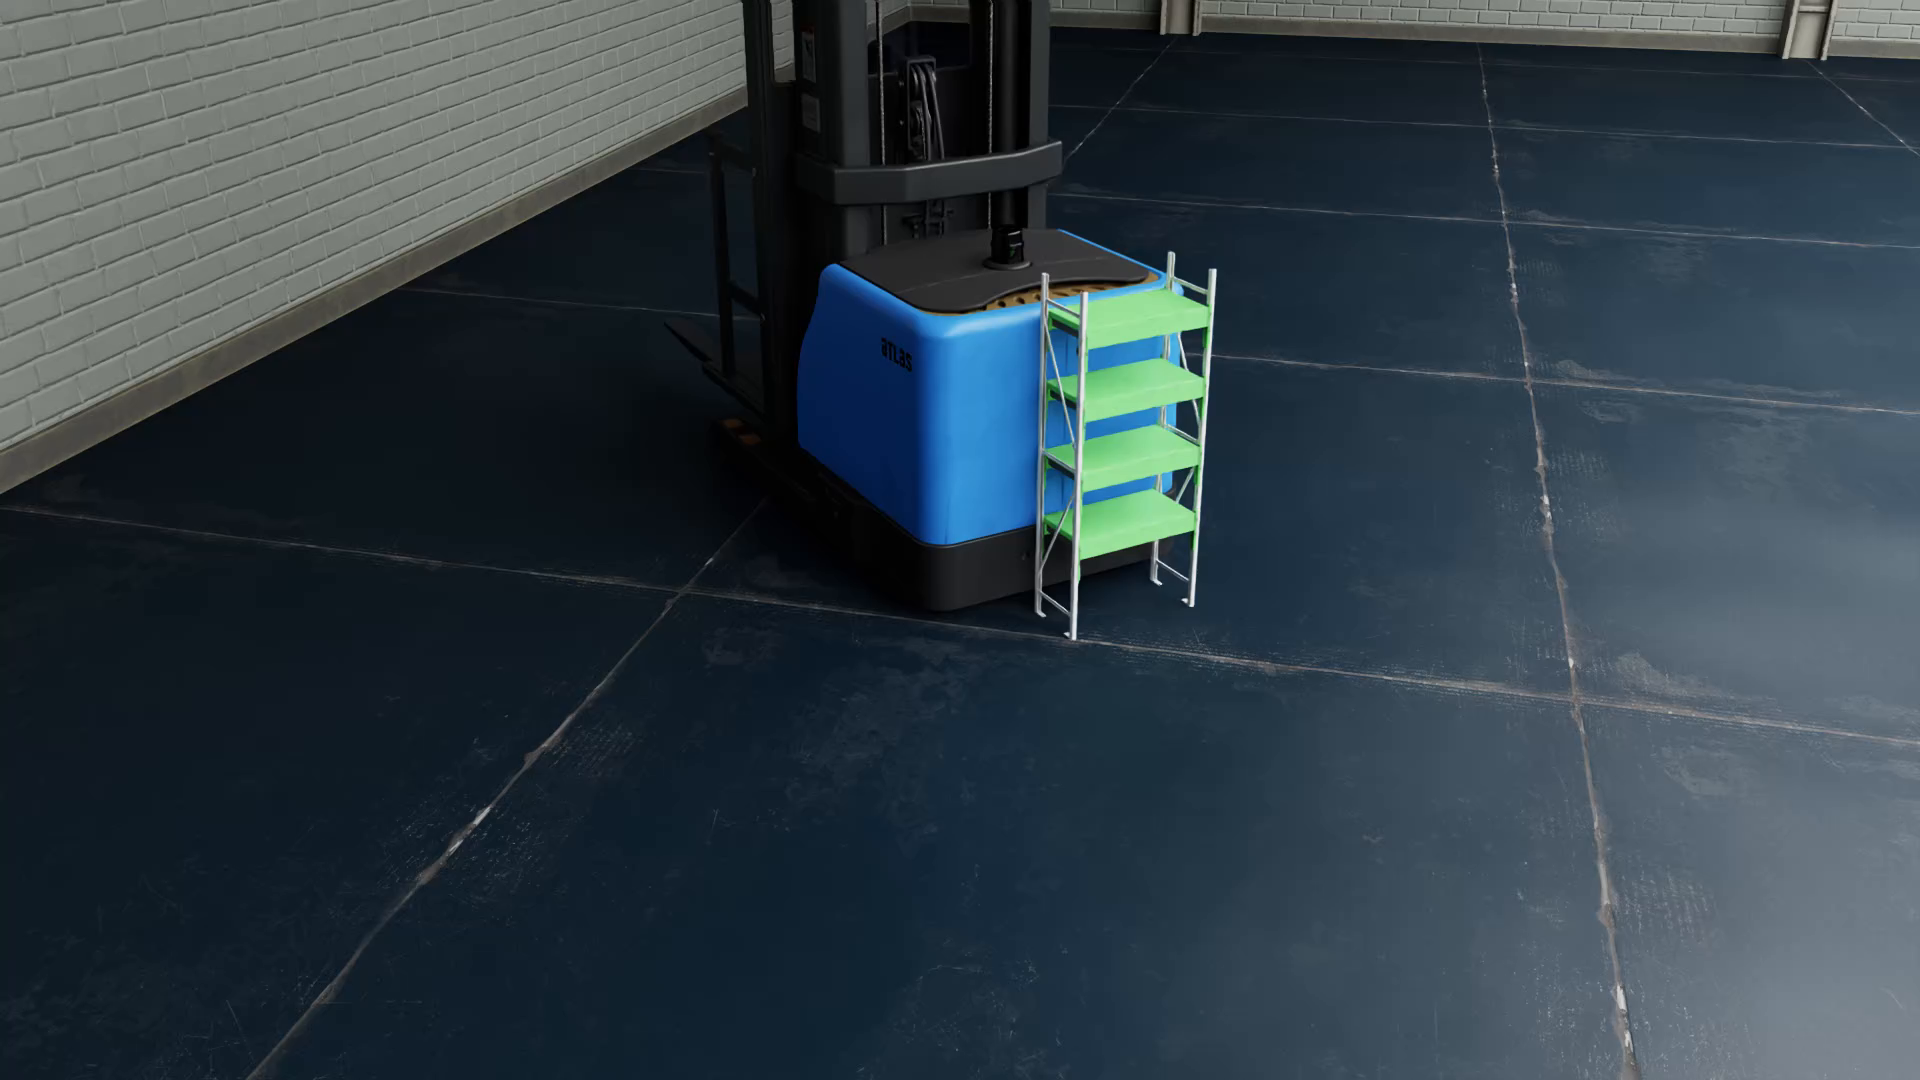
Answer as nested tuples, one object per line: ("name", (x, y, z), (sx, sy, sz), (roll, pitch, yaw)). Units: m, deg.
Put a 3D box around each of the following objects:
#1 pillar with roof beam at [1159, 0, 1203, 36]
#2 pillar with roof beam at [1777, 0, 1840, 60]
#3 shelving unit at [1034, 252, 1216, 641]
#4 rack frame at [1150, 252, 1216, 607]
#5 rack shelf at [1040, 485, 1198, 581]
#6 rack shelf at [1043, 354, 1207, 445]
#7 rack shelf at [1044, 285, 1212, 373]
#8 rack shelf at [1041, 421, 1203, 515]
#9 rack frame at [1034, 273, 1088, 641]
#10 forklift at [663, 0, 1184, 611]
("pillar with roof beam", (1.233, -7.577, 11.697), (0.400, 9.000, 9.100), (6, 26, 13))
("pillar with roof beam", (7.044, -6.935, 10.348), (0.400, 9.000, 9.100), (6, 26, 13))
("shelving unit", (0.533, -0.303, 5.490), (0.503, 1.200, 0.258), (-14, 29, -27))
("rack frame", (0.745, -0.355, 5.599), (0.015, 1.200, 0.240), (-14, 29, -27))
("rack shelf", (0.533, -0.028, 5.620), (0.480, 0.148, 0.258), (-14, 29, -27))
("rack shelf", (0.533, -0.462, 5.414), (0.480, 0.148, 0.258), (-14, 29, -27))
("rack shelf", (0.533, -0.679, 5.311), (0.480, 0.148, 0.258), (-14, 29, -27))
("rack shelf", (0.533, -0.245, 5.517), (0.480, 0.148, 0.258), (-14, 29, -27))
("rack frame", (0.321, -0.251, 5.381), (0.015, 1.200, 0.240), (-14, 29, -27))
("forklift", (-0.386, -1.680, 6.370), (1.130, 2.935, 3.031), (-14, 29, -26))
